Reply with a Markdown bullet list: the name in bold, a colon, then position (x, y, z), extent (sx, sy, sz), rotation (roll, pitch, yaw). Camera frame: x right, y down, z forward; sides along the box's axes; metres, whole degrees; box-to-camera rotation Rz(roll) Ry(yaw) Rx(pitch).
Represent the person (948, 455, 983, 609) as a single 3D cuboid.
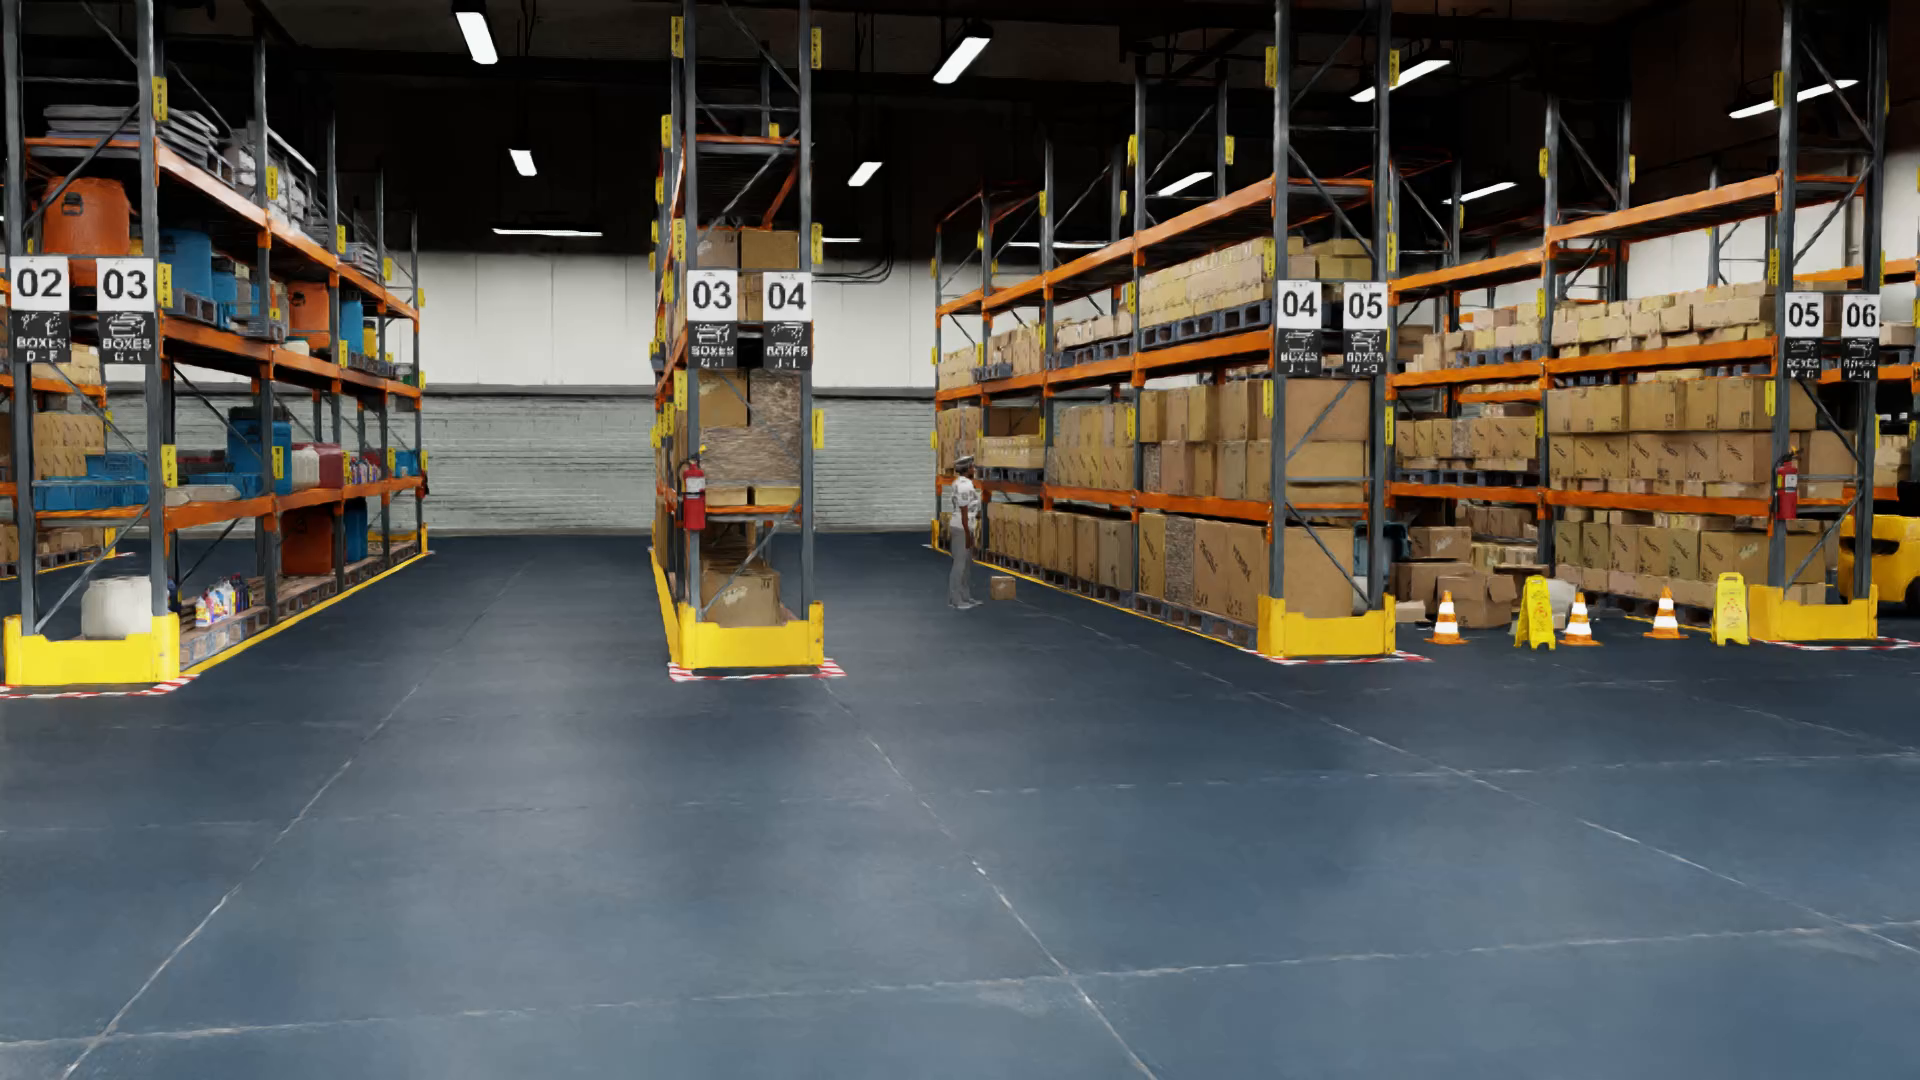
- **person**: position (0.061, -0.094, 18.317), extent (0.389, 1.680, 0.536), rotation (0, 3, -2)
